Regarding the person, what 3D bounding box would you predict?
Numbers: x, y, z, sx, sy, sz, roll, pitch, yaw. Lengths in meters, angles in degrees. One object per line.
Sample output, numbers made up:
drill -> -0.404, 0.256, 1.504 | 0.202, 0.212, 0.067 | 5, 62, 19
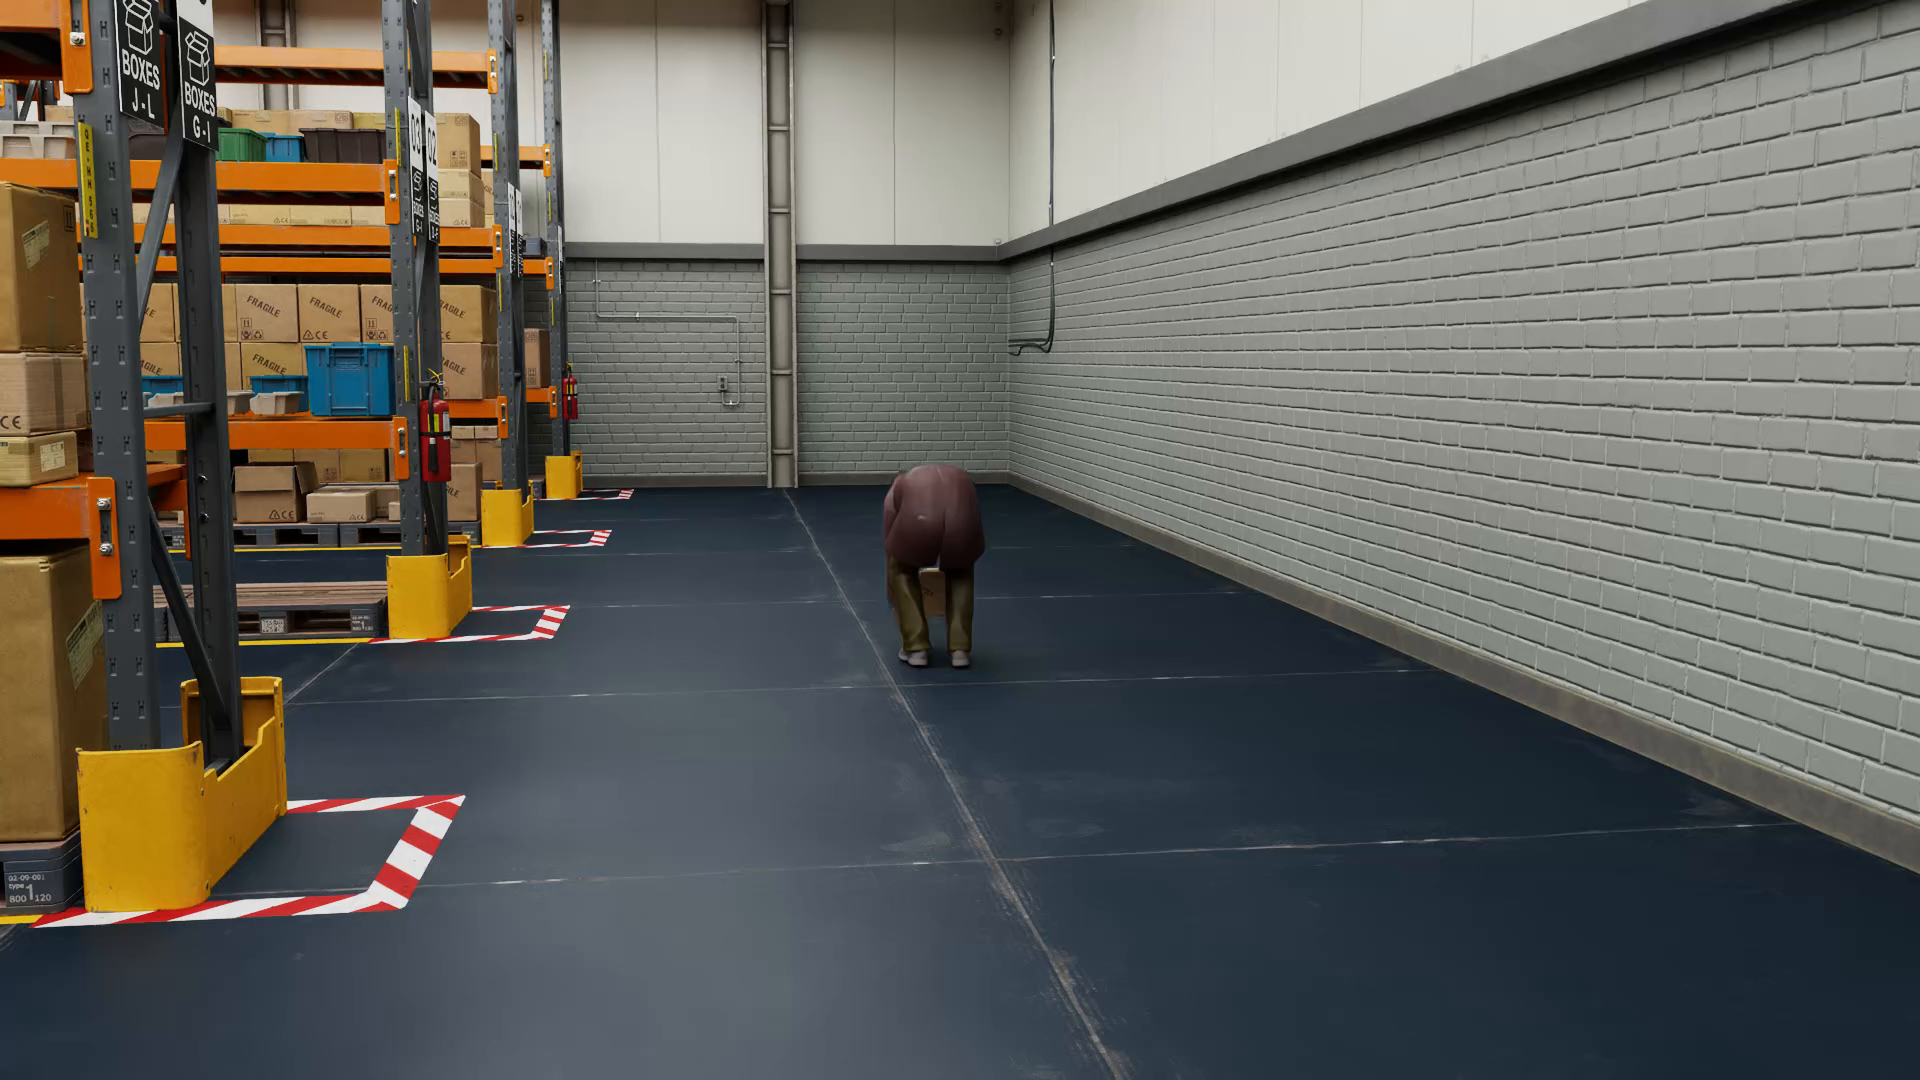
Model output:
person -> -0.157, -0.203, 9.123 | 0.530, 1.769, 0.563 | -1, 6, -8
